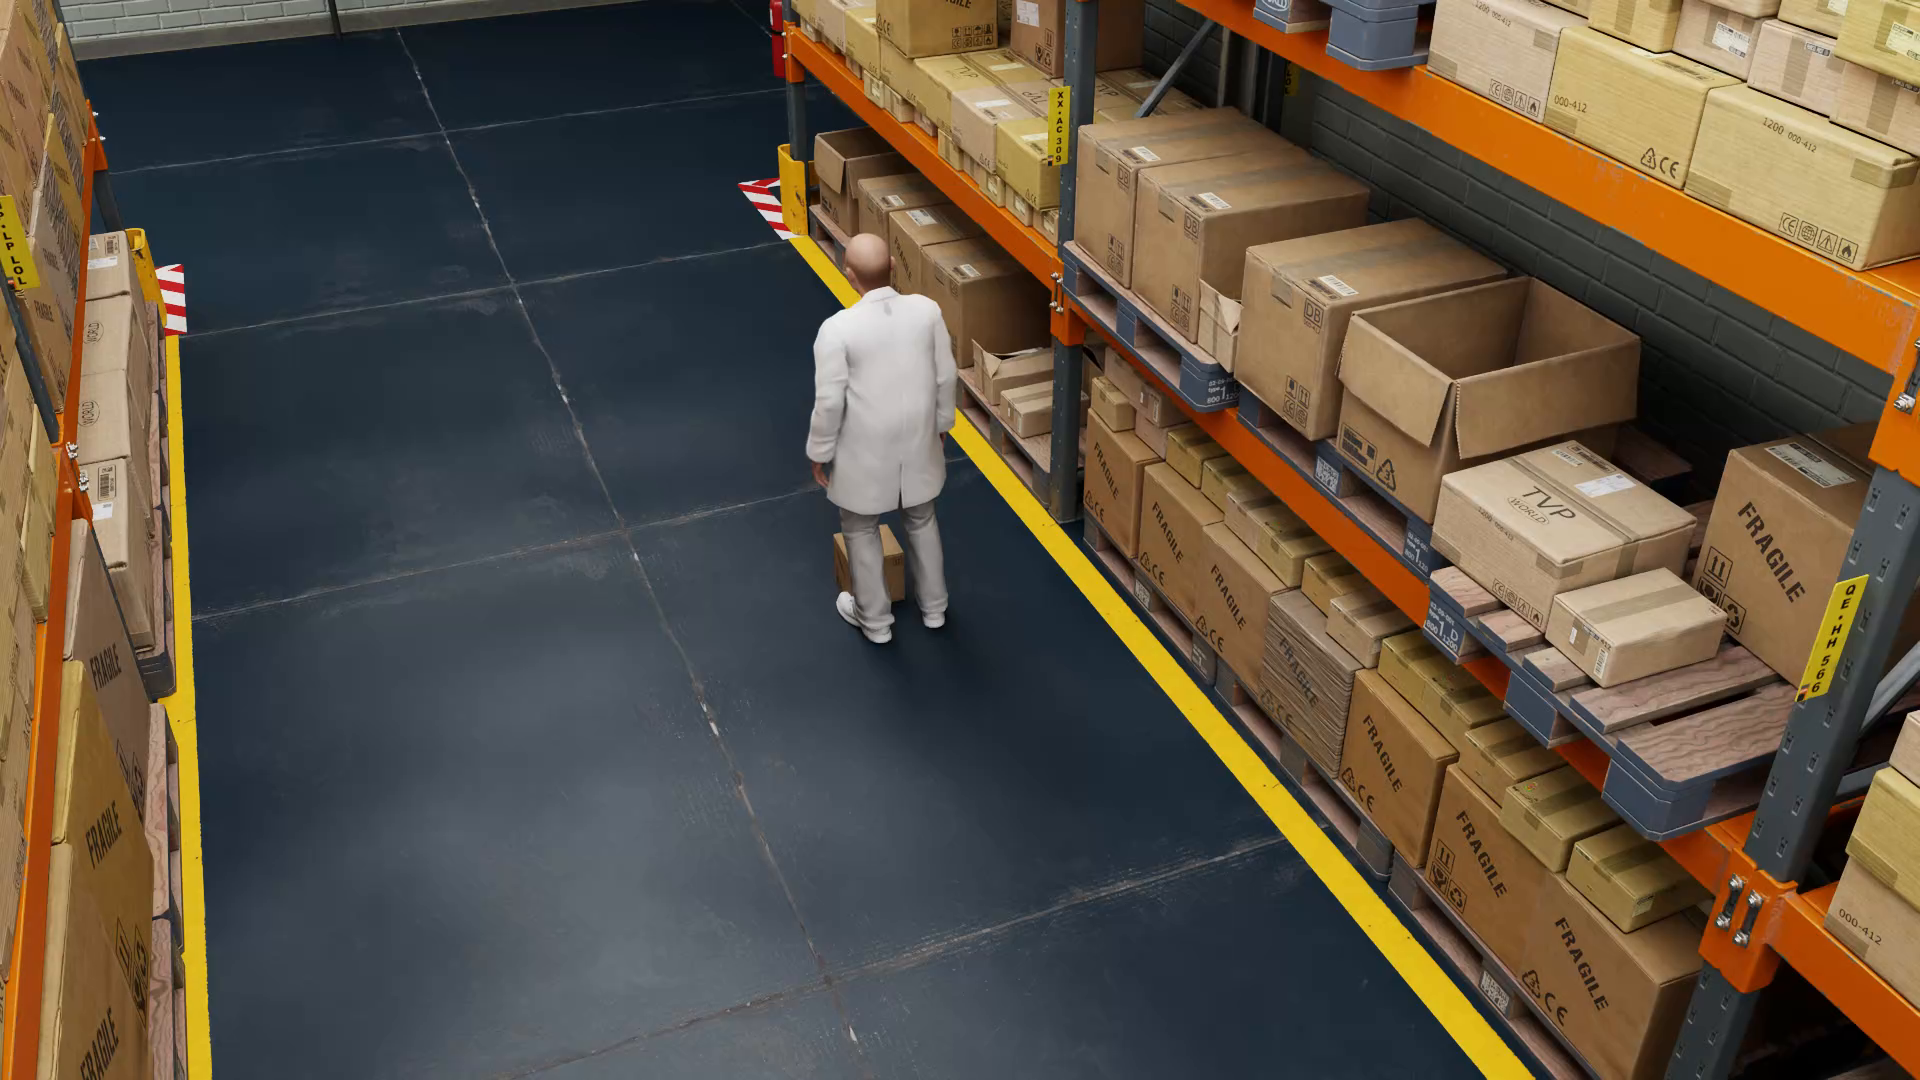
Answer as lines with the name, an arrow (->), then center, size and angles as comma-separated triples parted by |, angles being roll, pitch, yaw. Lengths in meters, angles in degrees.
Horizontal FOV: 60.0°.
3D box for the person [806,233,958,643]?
person -> -0.314, -0.395, 6.761 | 0.654, 1.774, 0.421 | -15, 36, -21
